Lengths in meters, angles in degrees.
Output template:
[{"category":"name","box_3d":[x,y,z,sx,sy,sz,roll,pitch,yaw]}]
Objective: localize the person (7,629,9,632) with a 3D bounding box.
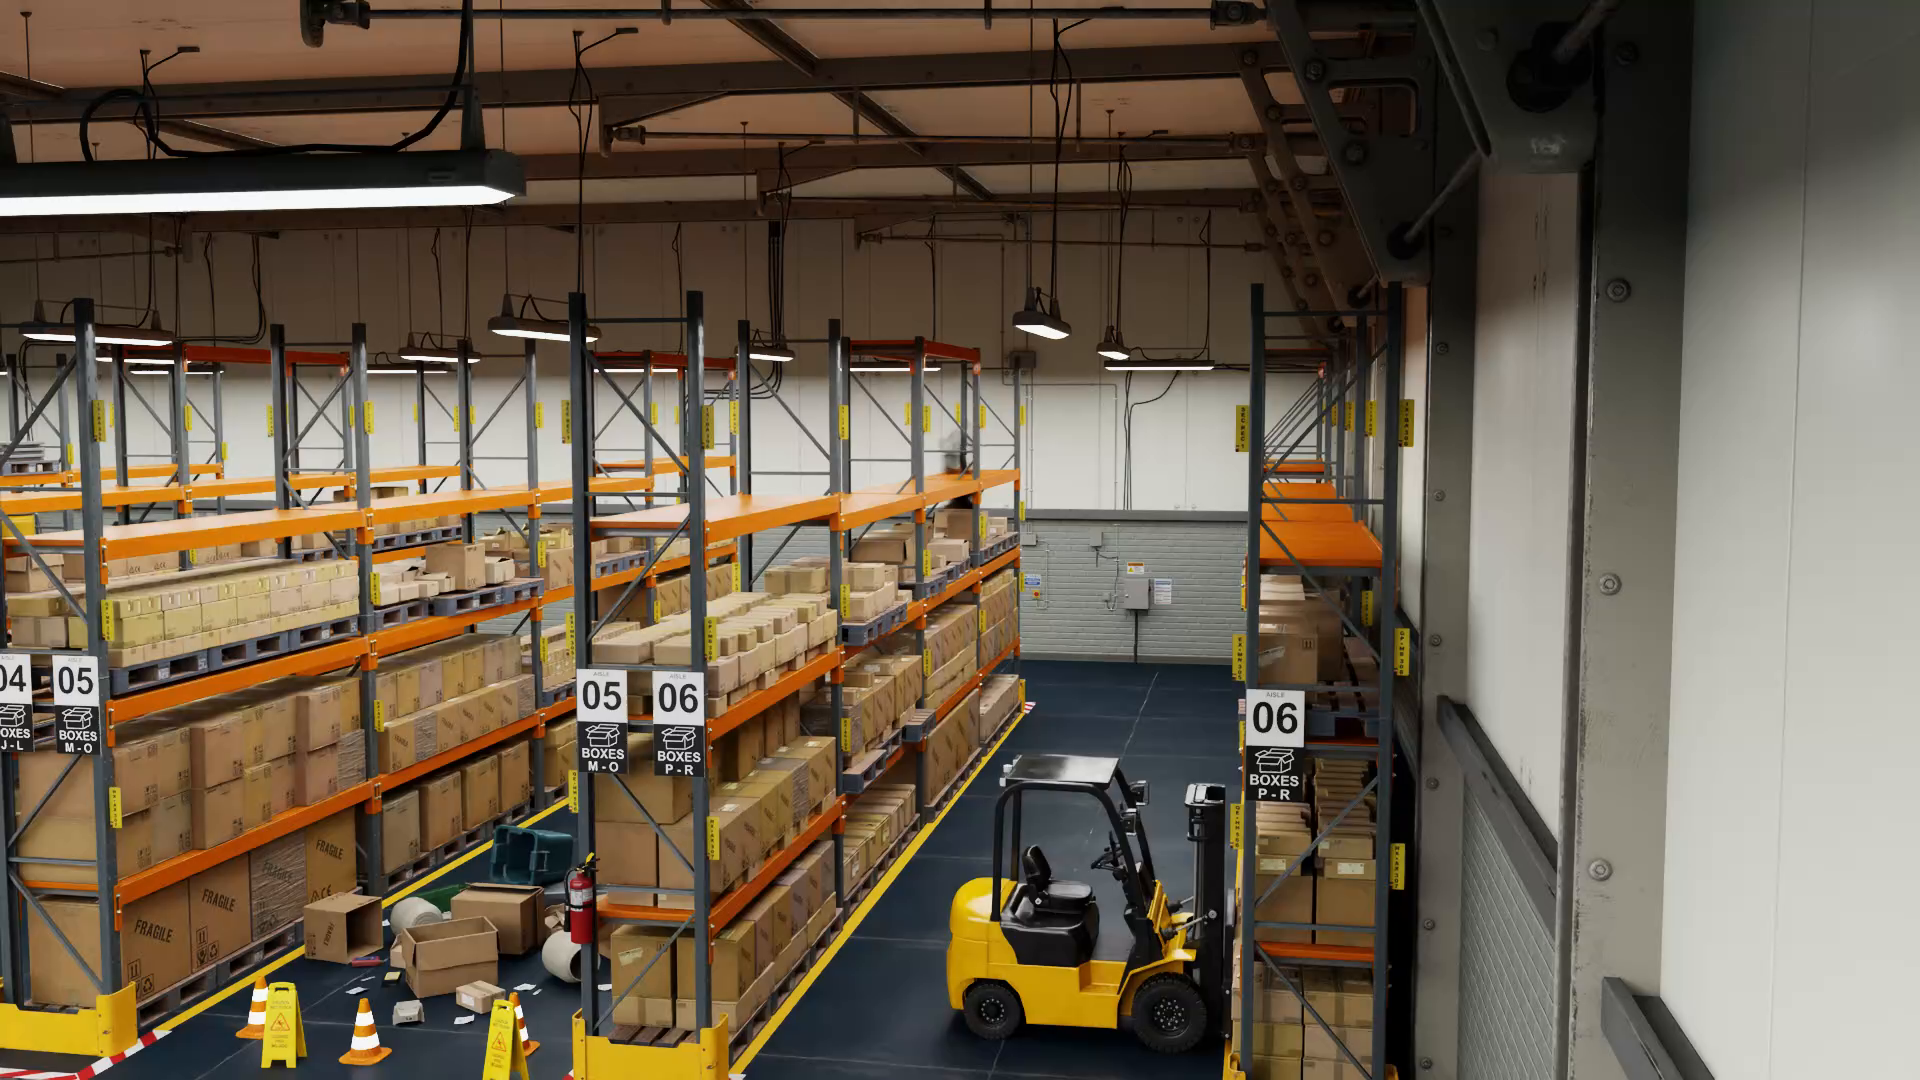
[{"category":"person","box_3d":[-17.297,1.834,30.322,0.669,1.792,0.978,0,5,-5]}]
